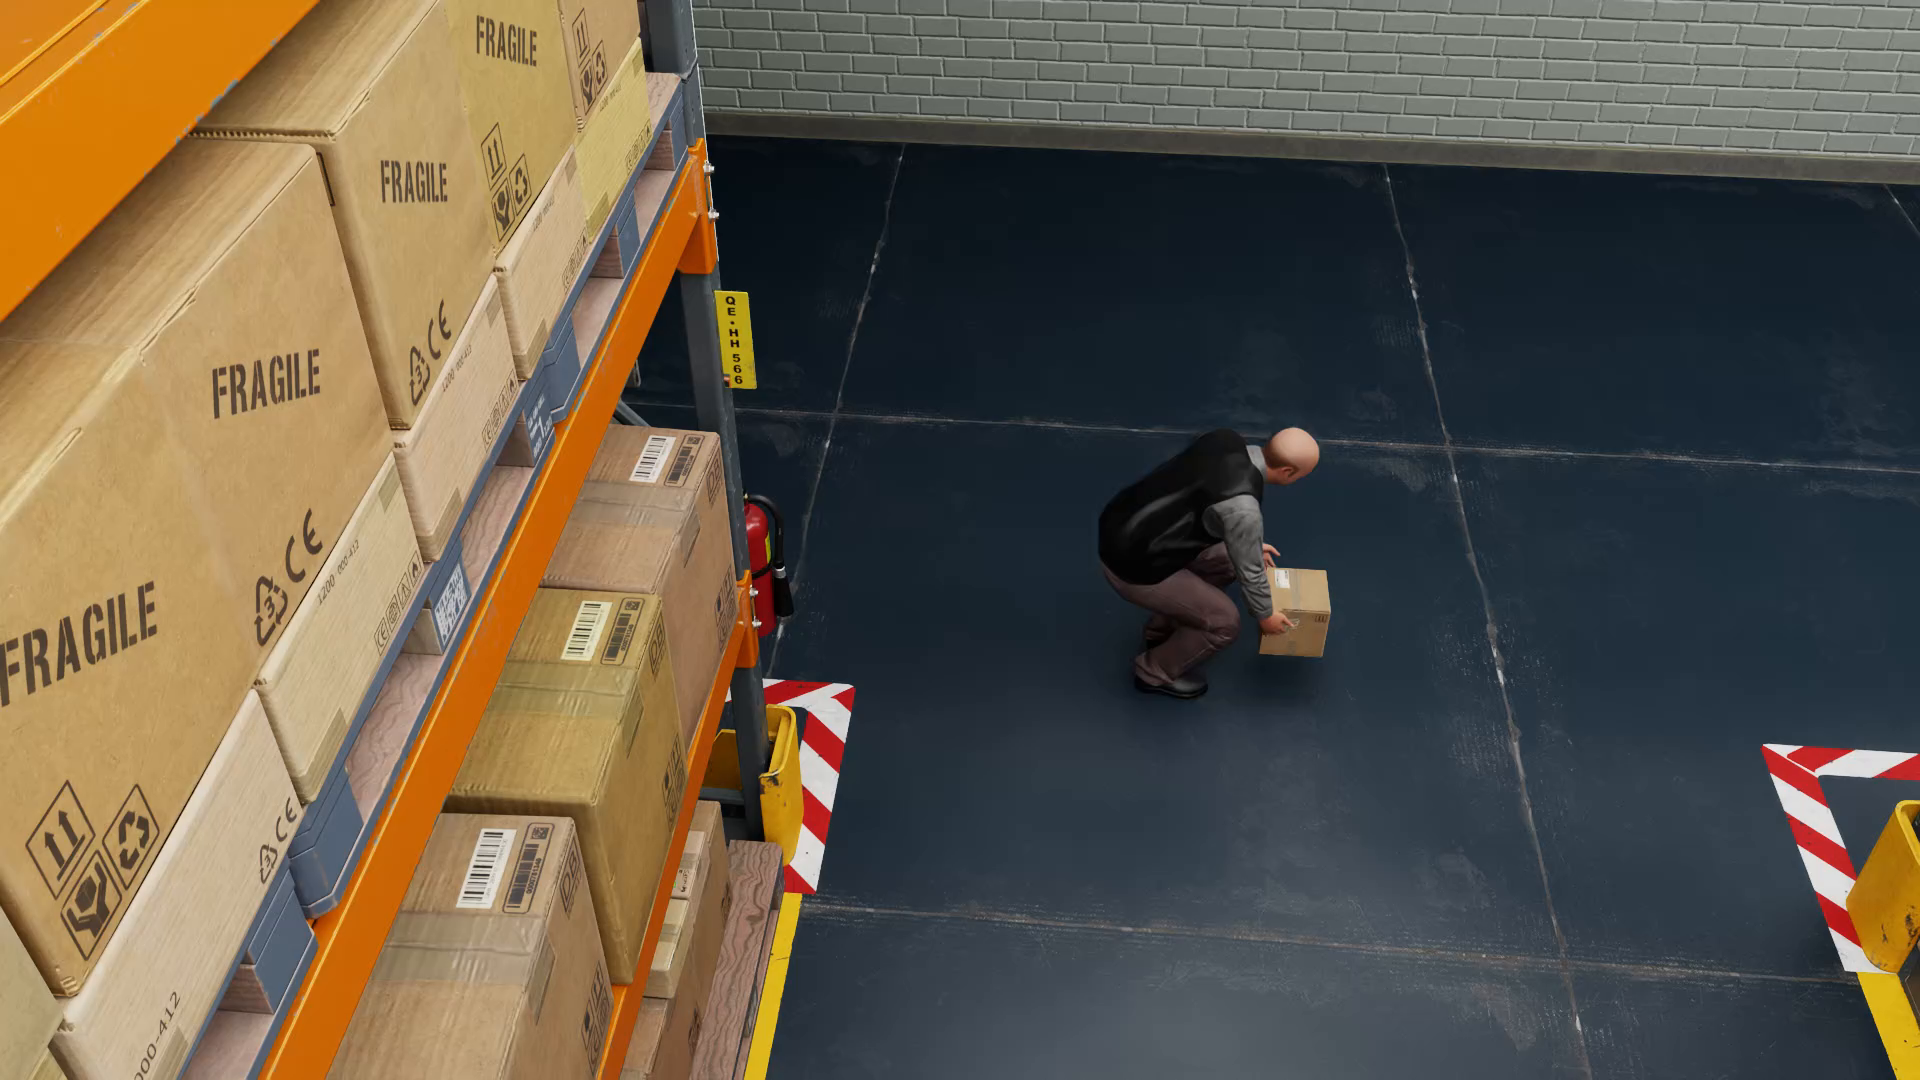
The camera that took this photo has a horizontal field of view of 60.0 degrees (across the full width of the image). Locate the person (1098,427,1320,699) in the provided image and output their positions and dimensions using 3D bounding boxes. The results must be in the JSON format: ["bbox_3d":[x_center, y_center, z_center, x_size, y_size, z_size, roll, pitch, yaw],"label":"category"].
[{"bbox_3d":[0.942,0.044,6.550,0.805,1.179,0.575,3,40,4],"label":"person"}]
